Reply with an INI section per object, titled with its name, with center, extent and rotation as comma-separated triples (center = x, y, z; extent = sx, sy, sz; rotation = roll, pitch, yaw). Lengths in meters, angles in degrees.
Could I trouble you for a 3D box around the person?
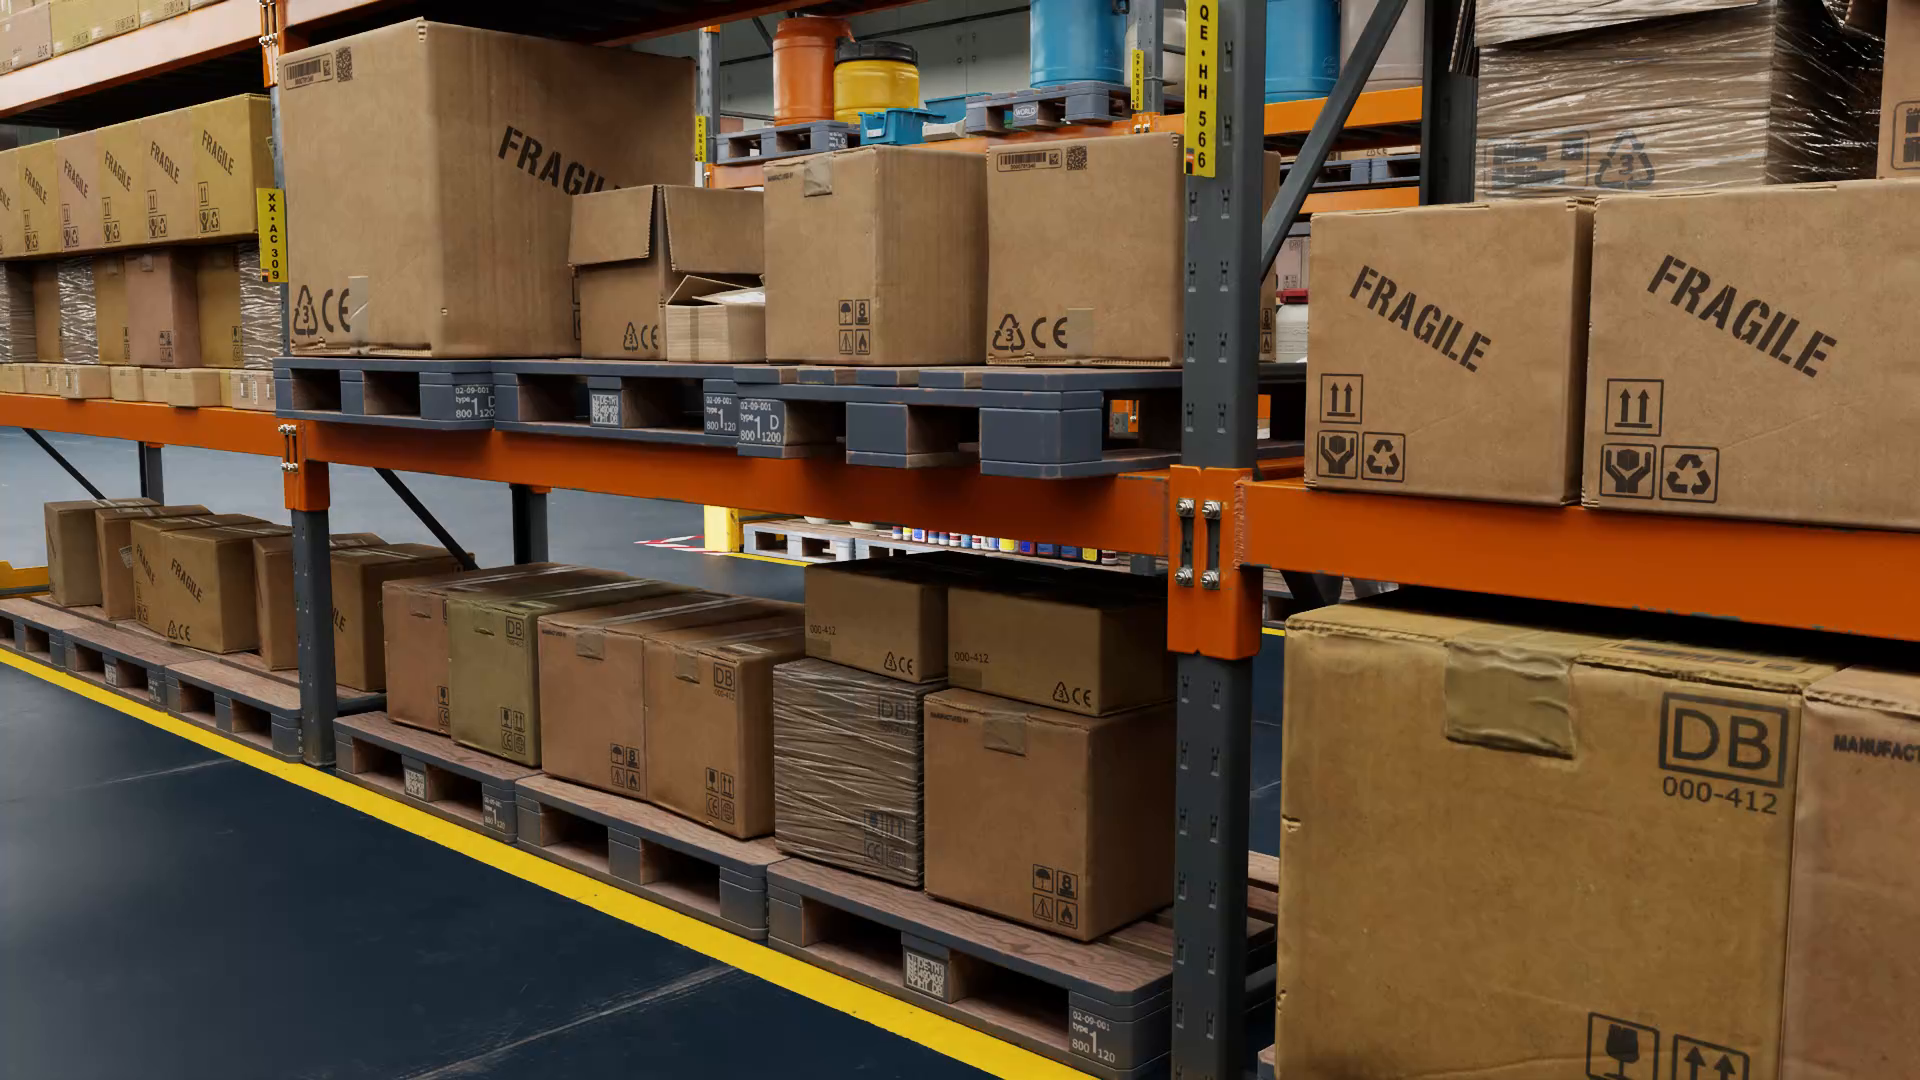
[person]
center = 1.521, -0.104, 6.551
extent = 0.631, 1.776, 0.443
rotation = 6, 9, 41
